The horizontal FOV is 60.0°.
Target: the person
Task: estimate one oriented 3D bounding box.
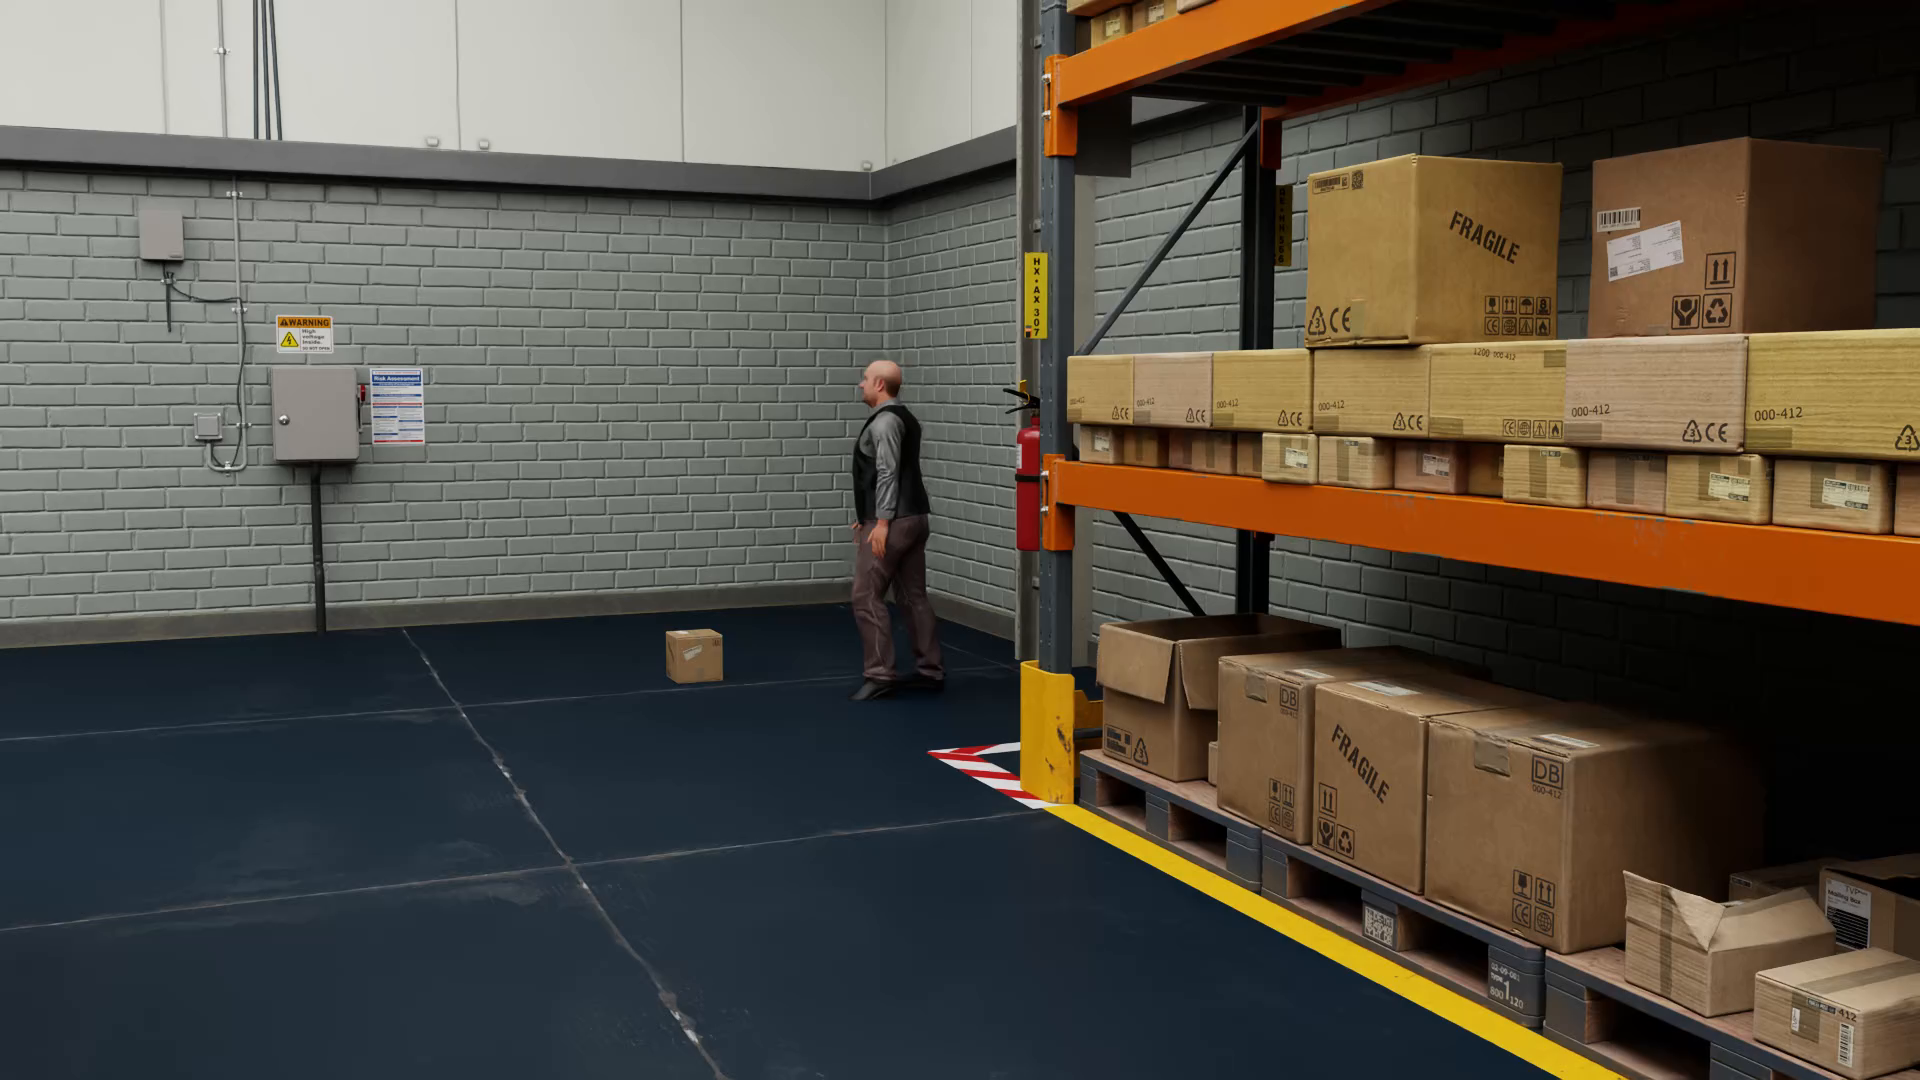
[{"bbox_3d":[-0.348,-0.042,8.575,0.568,1.762,0.571,1,6,14],"label":"person"}]
